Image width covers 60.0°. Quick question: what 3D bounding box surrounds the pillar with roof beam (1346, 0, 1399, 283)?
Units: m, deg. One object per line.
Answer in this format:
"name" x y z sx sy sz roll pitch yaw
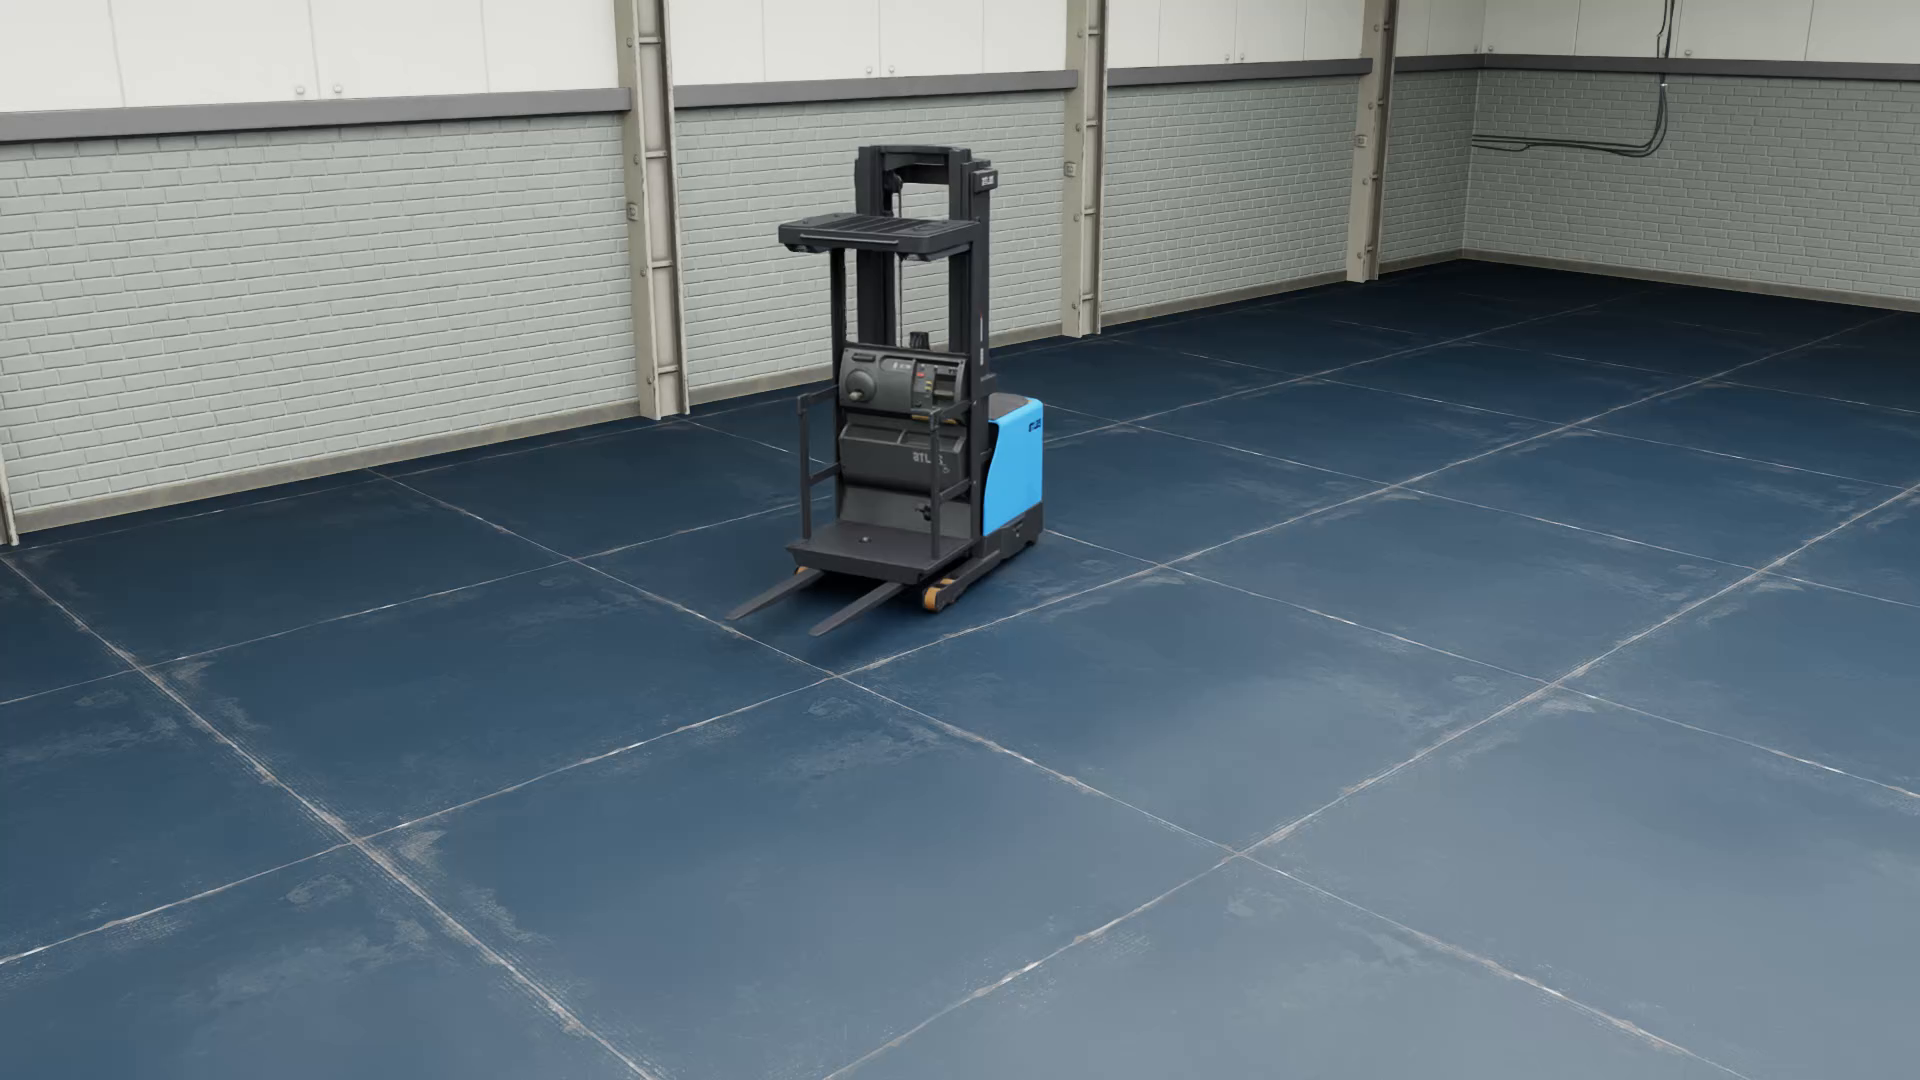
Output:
"pillar with roof beam" 8.781 -7.092 19.768 0.400 9.000 9.100 -16 24 -41

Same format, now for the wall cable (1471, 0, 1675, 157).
"wall cable" 8.873 -6.908 24.234 0.112 2.526 3.097 -16 24 -41

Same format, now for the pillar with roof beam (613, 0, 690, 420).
"pillar with roof beam" 0.062 -4.549 11.925 0.400 9.000 9.100 -16 24 -41

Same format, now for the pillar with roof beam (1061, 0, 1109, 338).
"pillar with roof beam" 4.422 -5.821 15.847 0.400 9.000 9.100 -16 24 -41

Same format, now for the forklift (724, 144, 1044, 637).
"forklift" -0.485 -1.071 11.035 1.130 2.935 3.031 9 20 25

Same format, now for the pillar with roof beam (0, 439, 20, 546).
"pillar with roof beam" -4.298 -3.278 8.004 0.400 9.000 9.100 -16 24 -41
